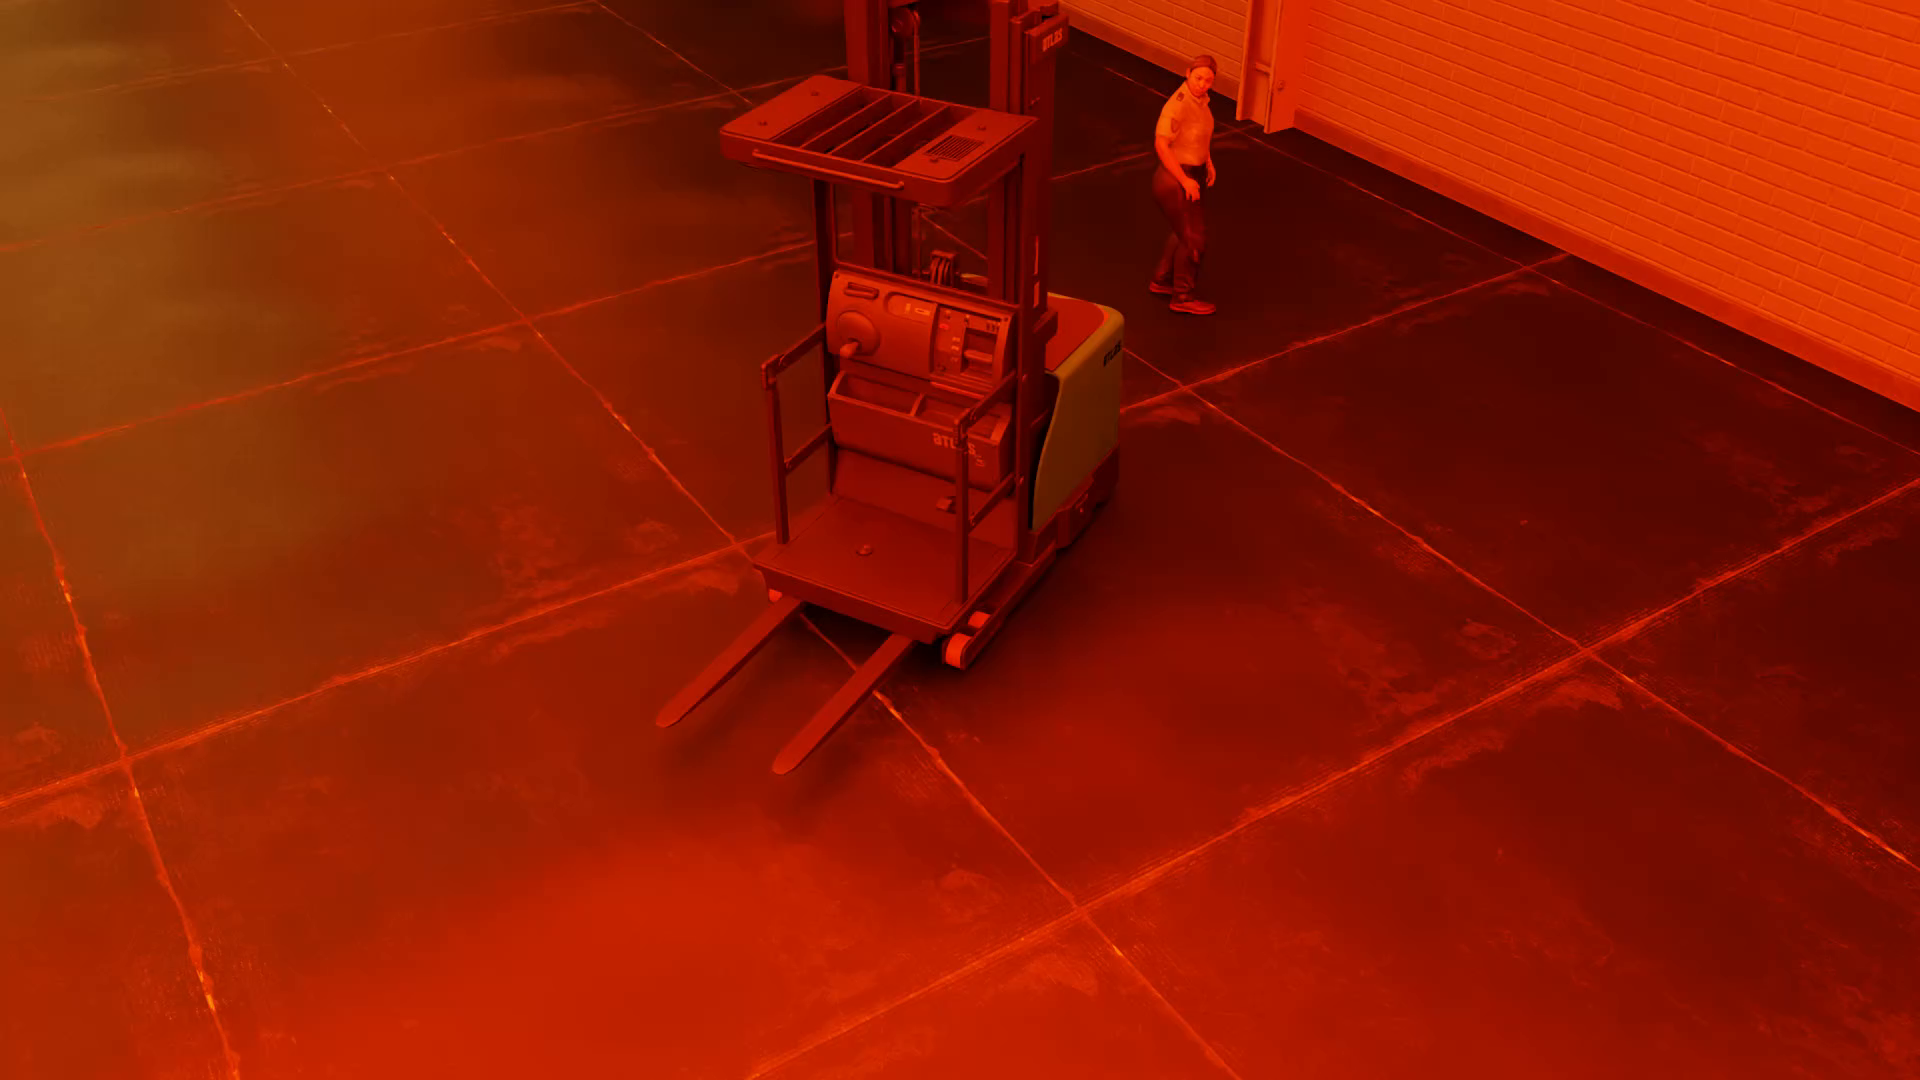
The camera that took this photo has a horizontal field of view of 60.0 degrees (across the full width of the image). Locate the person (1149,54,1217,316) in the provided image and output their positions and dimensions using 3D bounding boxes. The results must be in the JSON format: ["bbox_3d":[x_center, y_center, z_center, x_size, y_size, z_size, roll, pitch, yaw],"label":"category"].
[{"bbox_3d":[1.470,-2.257,10.517,0.486,1.614,0.674,9,36,13],"label":"person"}]

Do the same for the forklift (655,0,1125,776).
[{"bbox_3d":[-0.296,-0.892,7.418,1.130,2.935,3.031,18,39,23],"label":"forklift"}]
